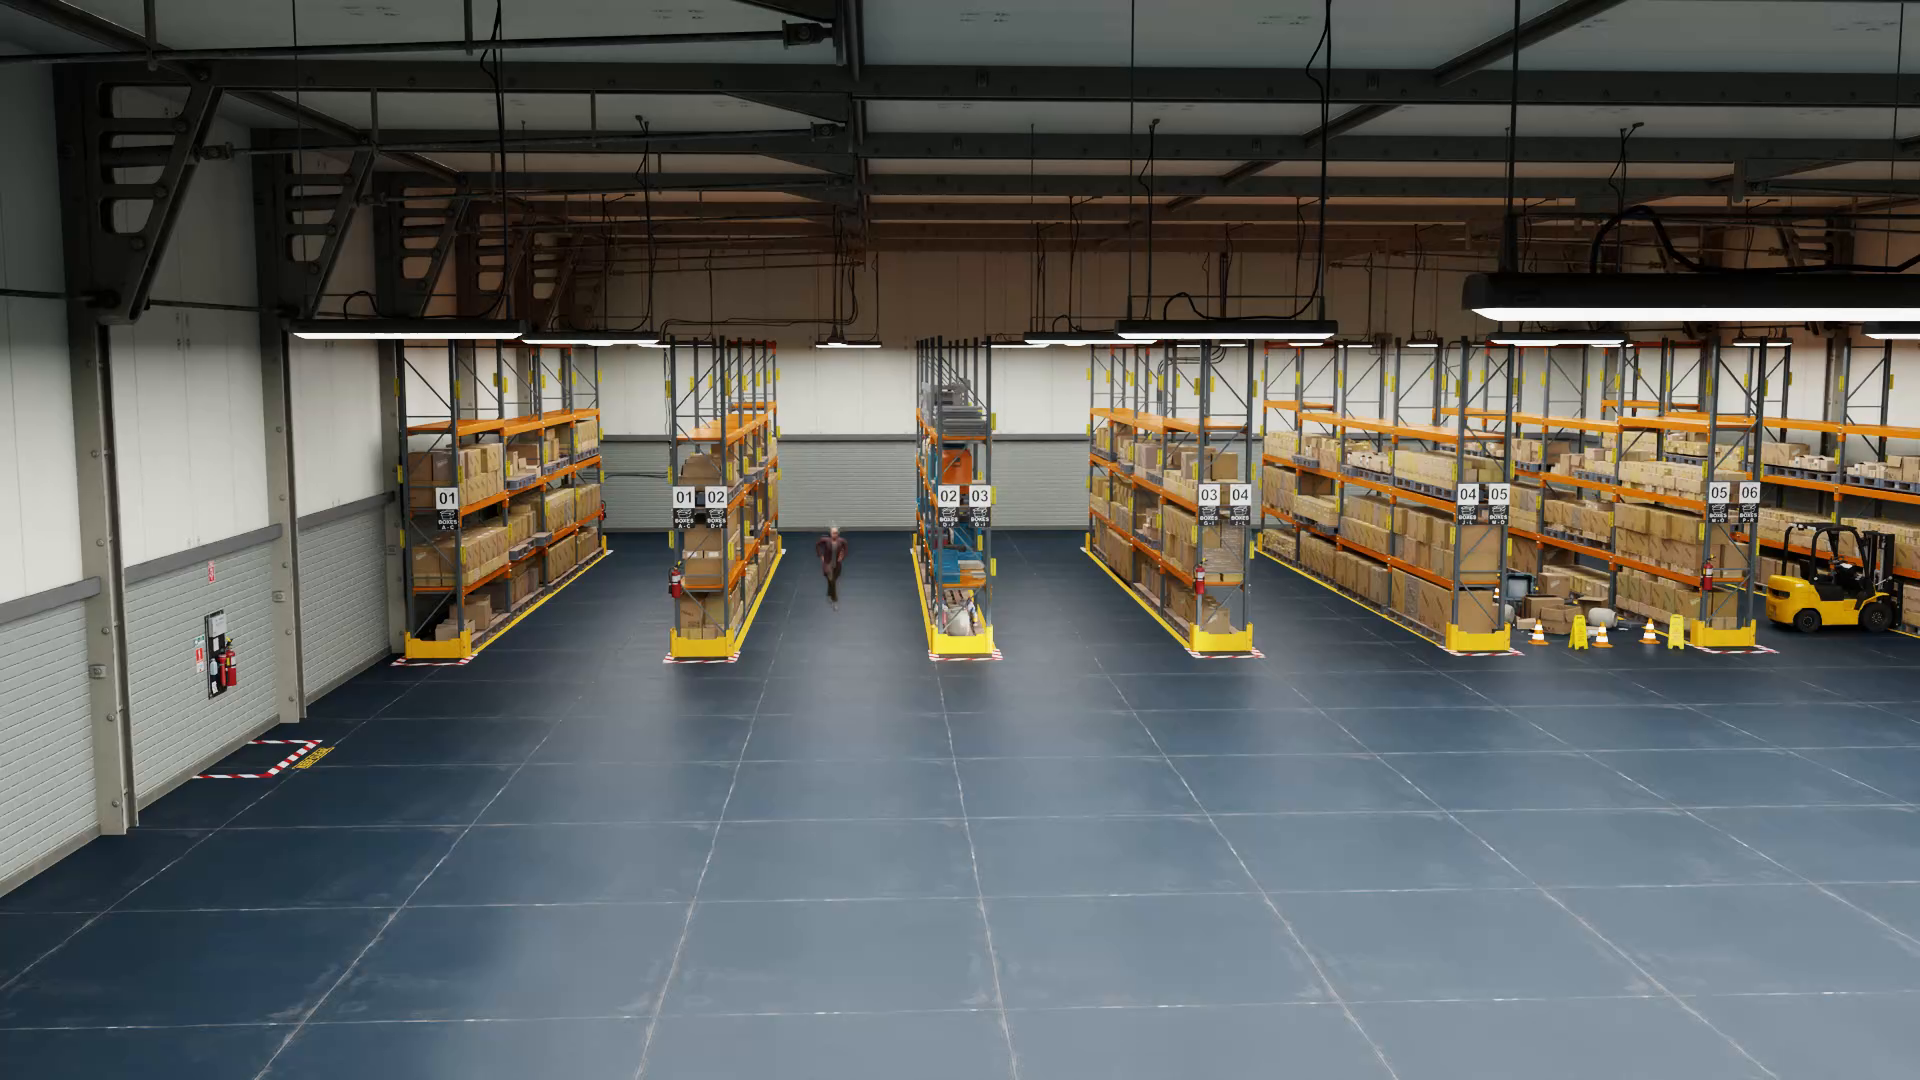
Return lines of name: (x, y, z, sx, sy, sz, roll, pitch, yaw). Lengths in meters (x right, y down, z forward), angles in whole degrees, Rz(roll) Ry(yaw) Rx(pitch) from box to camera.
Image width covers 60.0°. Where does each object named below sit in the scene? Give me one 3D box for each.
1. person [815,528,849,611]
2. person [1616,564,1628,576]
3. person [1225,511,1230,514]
person: (-2.808, 0.595, 36.392, 0.729, 1.801, 1.037, -2, 7, -14)
person: (16.280, 0.246, 40.634, 0.661, 1.804, 0.914, -1, 7, -10)
person: (7.676, -0.525, 48.011, 0.592, 1.594, 0.529, 4, 7, 30)
